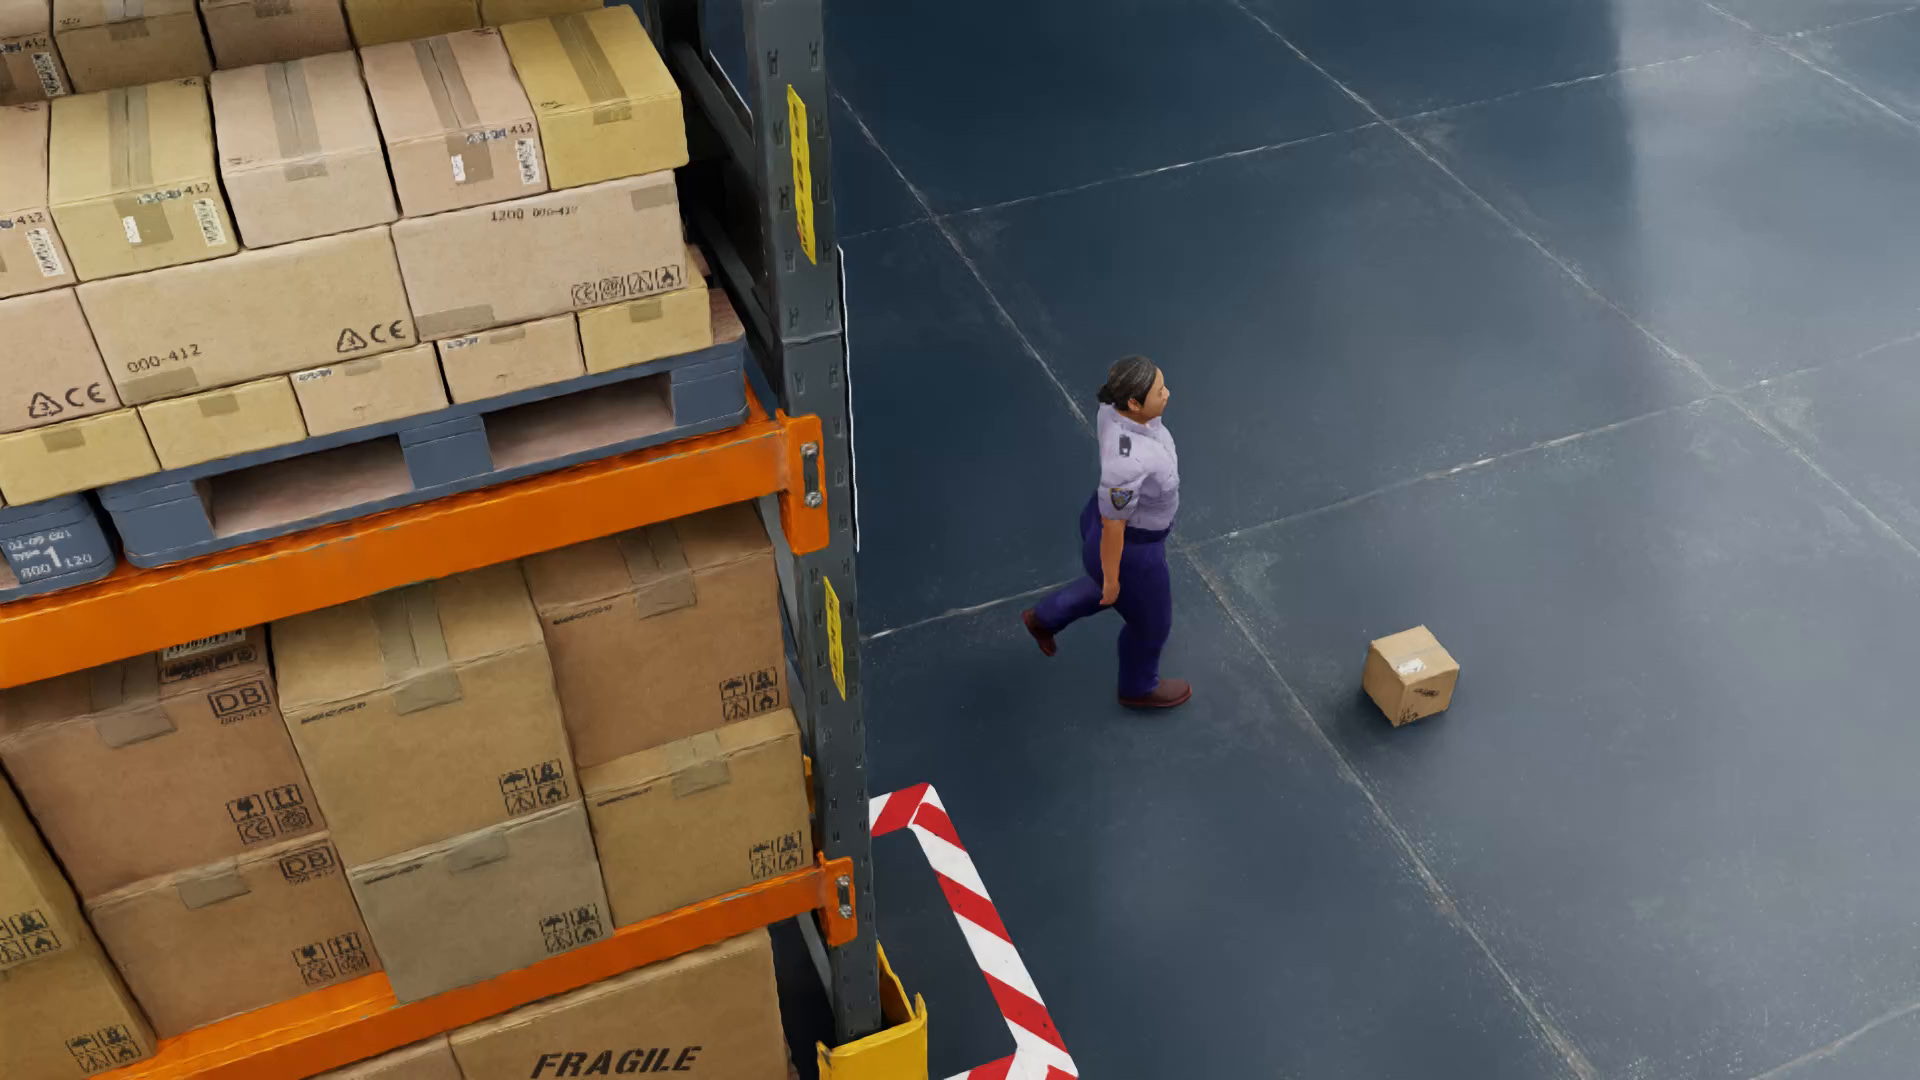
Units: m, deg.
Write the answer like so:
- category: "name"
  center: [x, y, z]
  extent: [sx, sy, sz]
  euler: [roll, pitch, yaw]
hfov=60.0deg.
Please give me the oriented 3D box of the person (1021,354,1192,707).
- category: "person"
  center: [0.594, -0.014, 6.170]
  extent: [0.673, 1.626, 0.505]
  euler: [1, 42, 1]
